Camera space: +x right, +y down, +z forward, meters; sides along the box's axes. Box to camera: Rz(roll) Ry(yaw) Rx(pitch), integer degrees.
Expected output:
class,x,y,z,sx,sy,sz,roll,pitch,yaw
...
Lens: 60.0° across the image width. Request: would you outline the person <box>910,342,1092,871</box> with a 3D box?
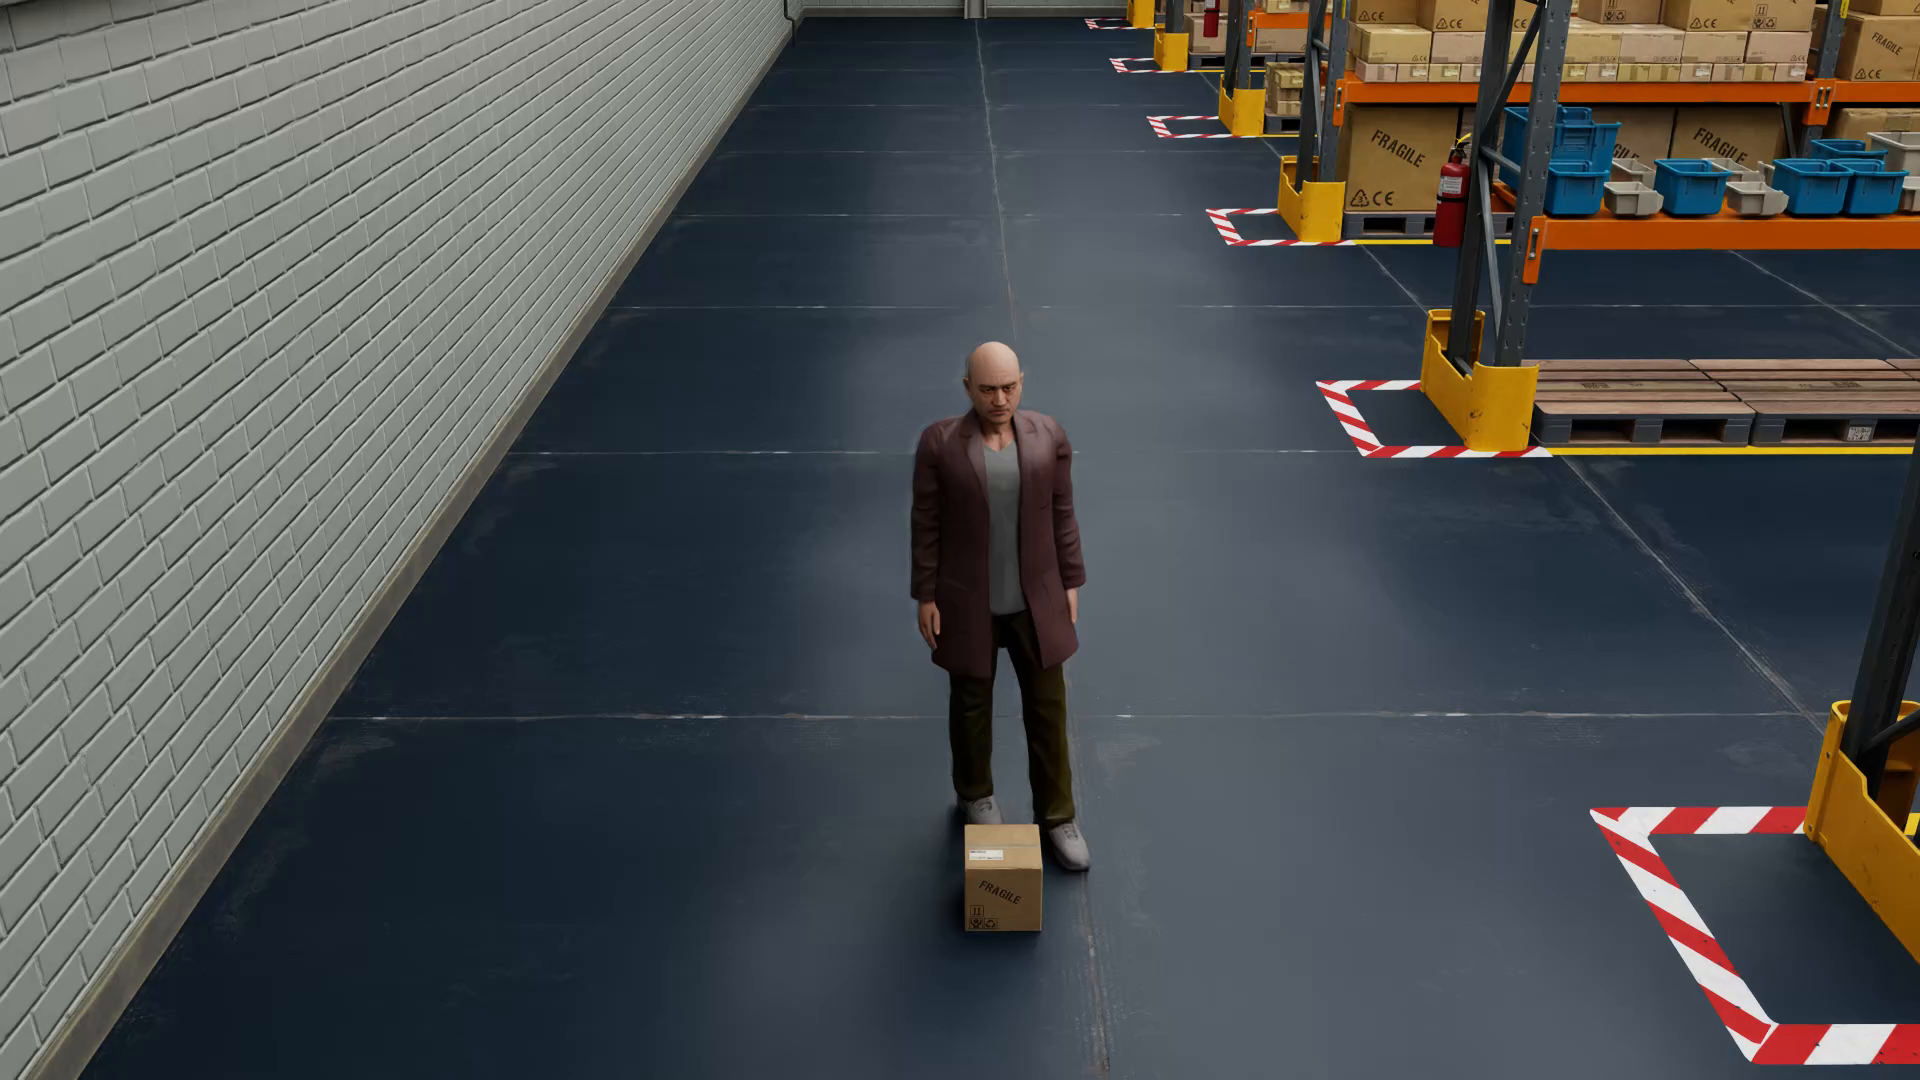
class,x,y,z,sx,sy,sz,roll,pitch,yaw
person,0.154,0.236,5.552,0.610,1.782,0.597,-4,24,-8
